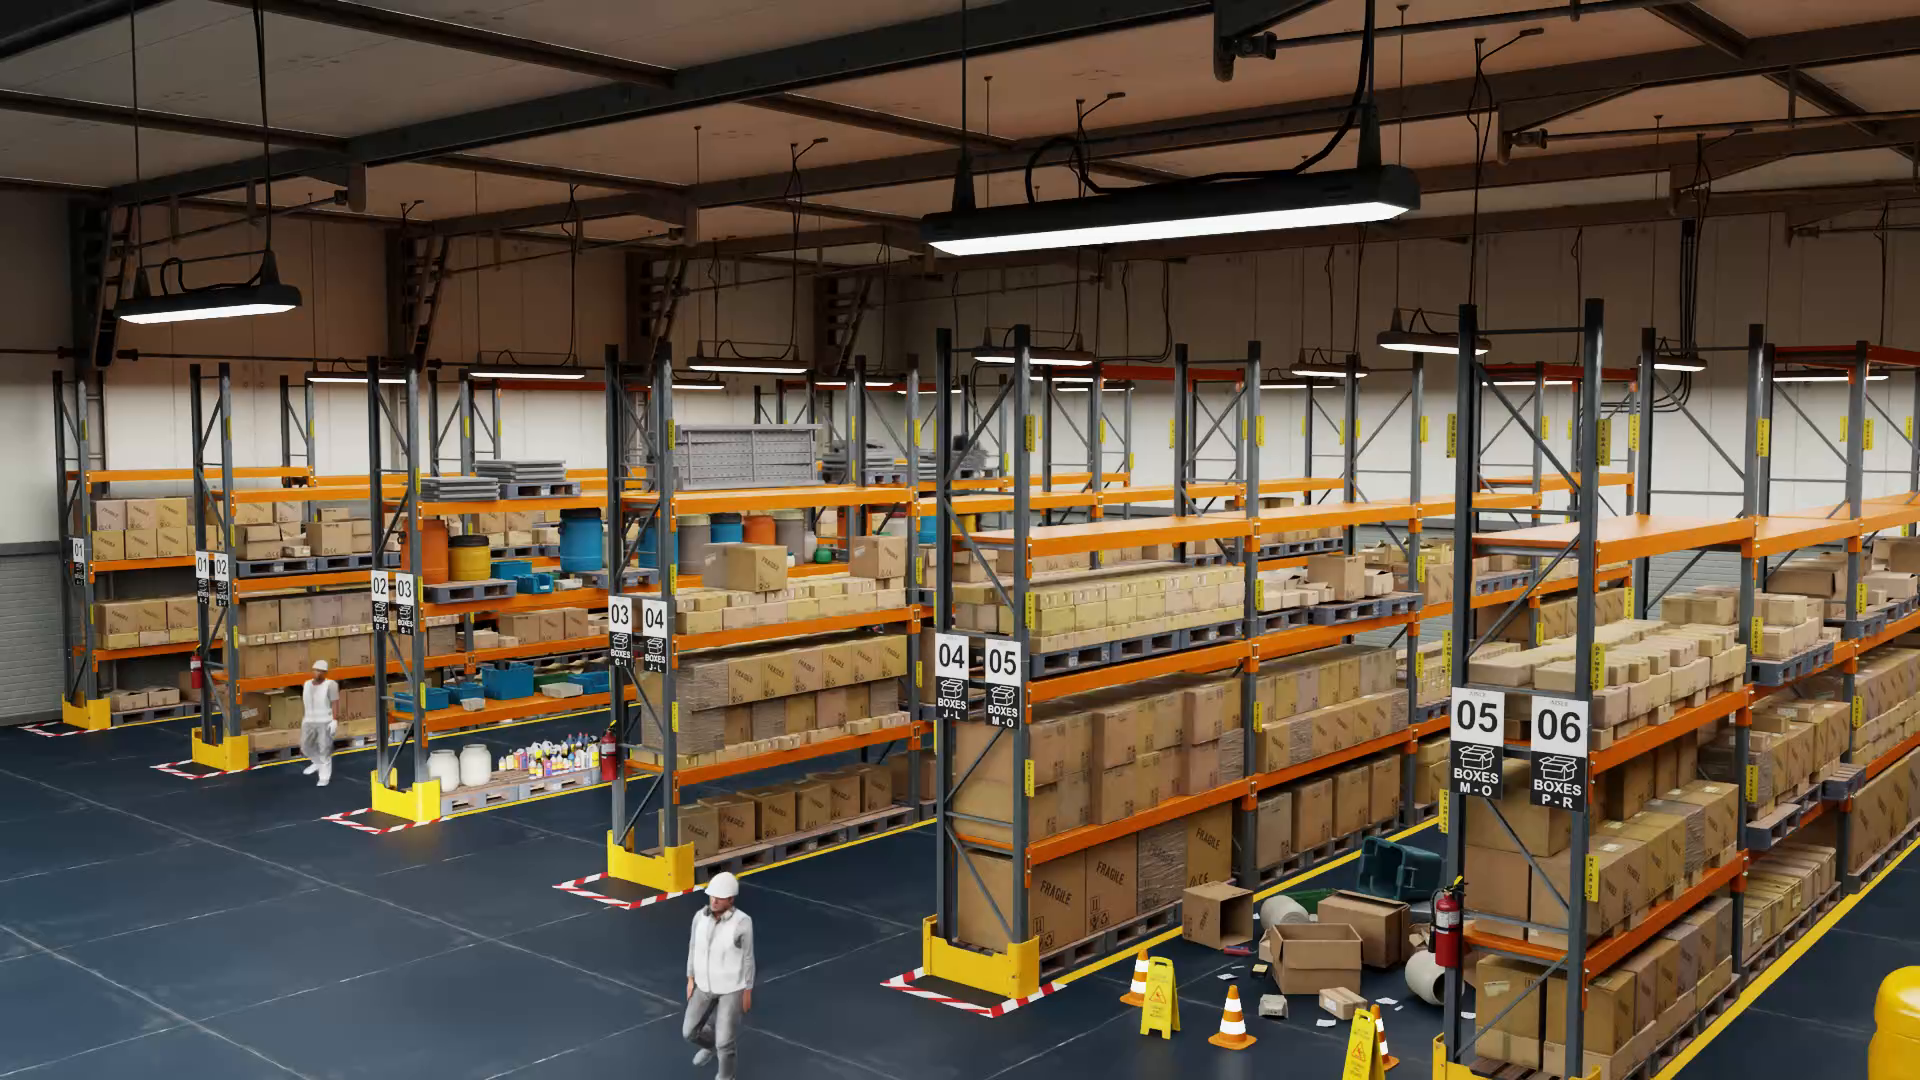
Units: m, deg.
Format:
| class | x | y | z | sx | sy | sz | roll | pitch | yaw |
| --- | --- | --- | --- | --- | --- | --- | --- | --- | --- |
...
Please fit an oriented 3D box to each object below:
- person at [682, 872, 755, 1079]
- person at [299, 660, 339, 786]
| class | x | y | z | sx | sy | sz | roll | pitch | yaw |
| --- | --- | --- | --- | --- | --- | --- | --- | --- | --- |
| person | -1.846 | 3.364 | 12.734 | 0.710 | 1.742 | 0.600 | 2 | 5 | 25 |
| person | -9.079 | 2.570 | 23.592 | 0.718 | 1.775 | 0.581 | 1 | 4 | 9 |
